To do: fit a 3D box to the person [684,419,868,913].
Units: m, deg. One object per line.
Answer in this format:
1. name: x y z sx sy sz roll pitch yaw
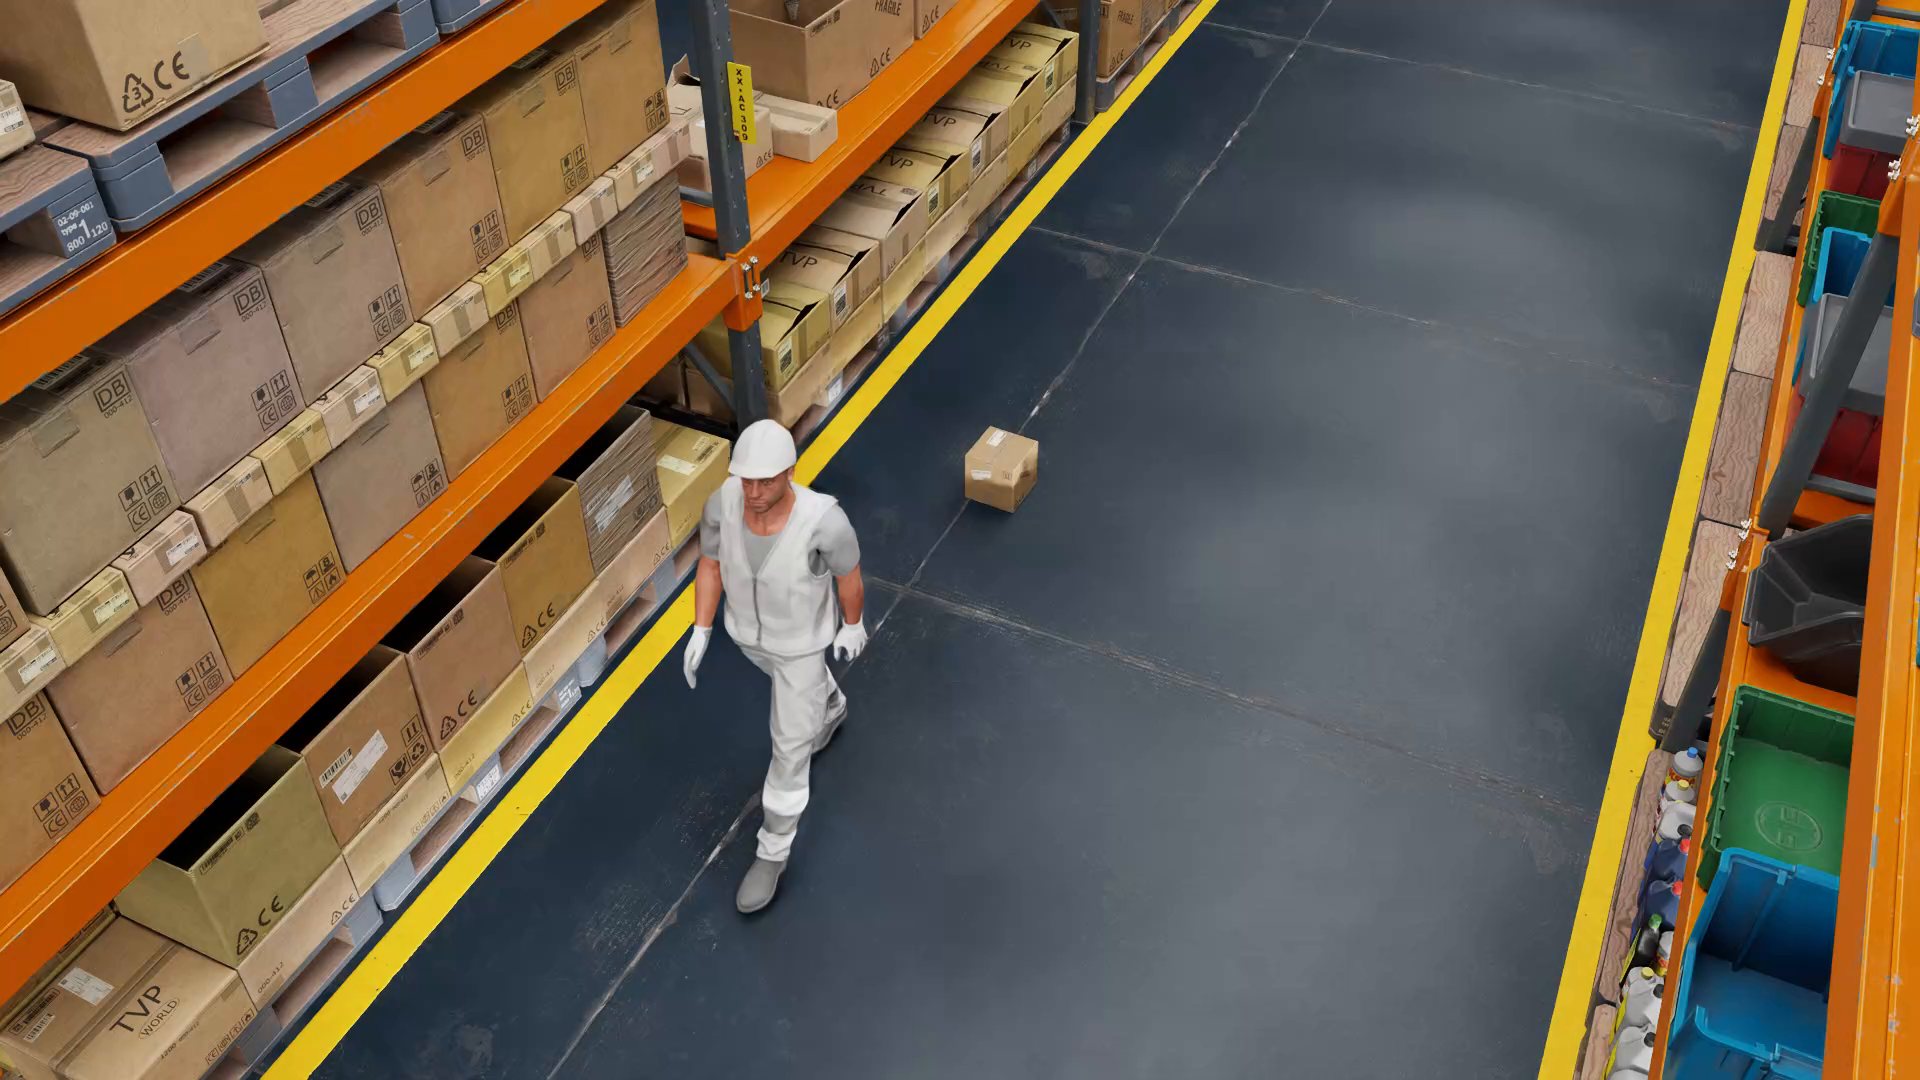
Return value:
1. person: -0.662 0.352 5.714 0.540 1.725 1.031 17 44 18
